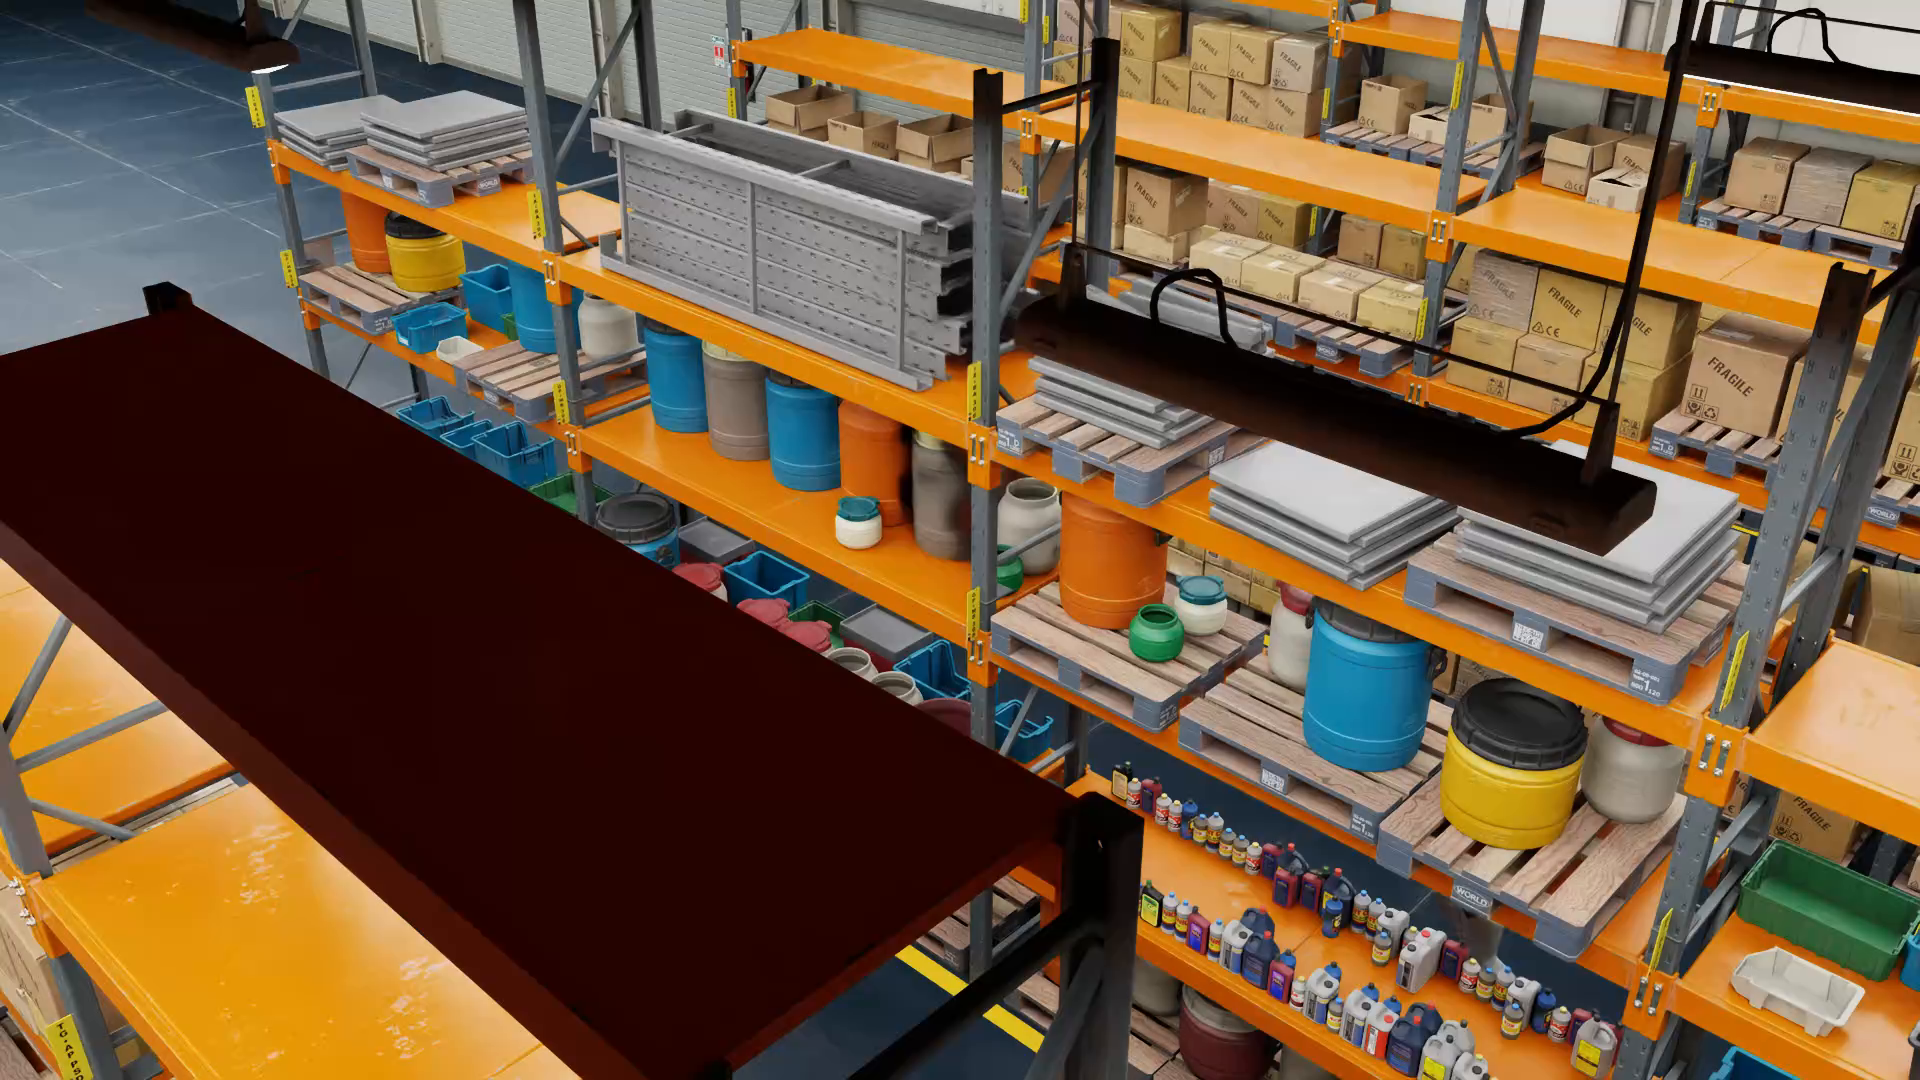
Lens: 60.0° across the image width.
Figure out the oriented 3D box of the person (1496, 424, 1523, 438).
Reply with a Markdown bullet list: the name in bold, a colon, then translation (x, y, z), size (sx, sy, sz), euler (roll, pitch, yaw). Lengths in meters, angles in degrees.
- **person**: translation (4.993, -0.326, 15.208), size (0.745, 1.576, 0.604), euler (16, 33, 27)

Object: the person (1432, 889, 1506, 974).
- **person**: translation (3.321, 2.273, 10.488), size (0.817, 1.607, 0.533), euler (23, 37, 35)
